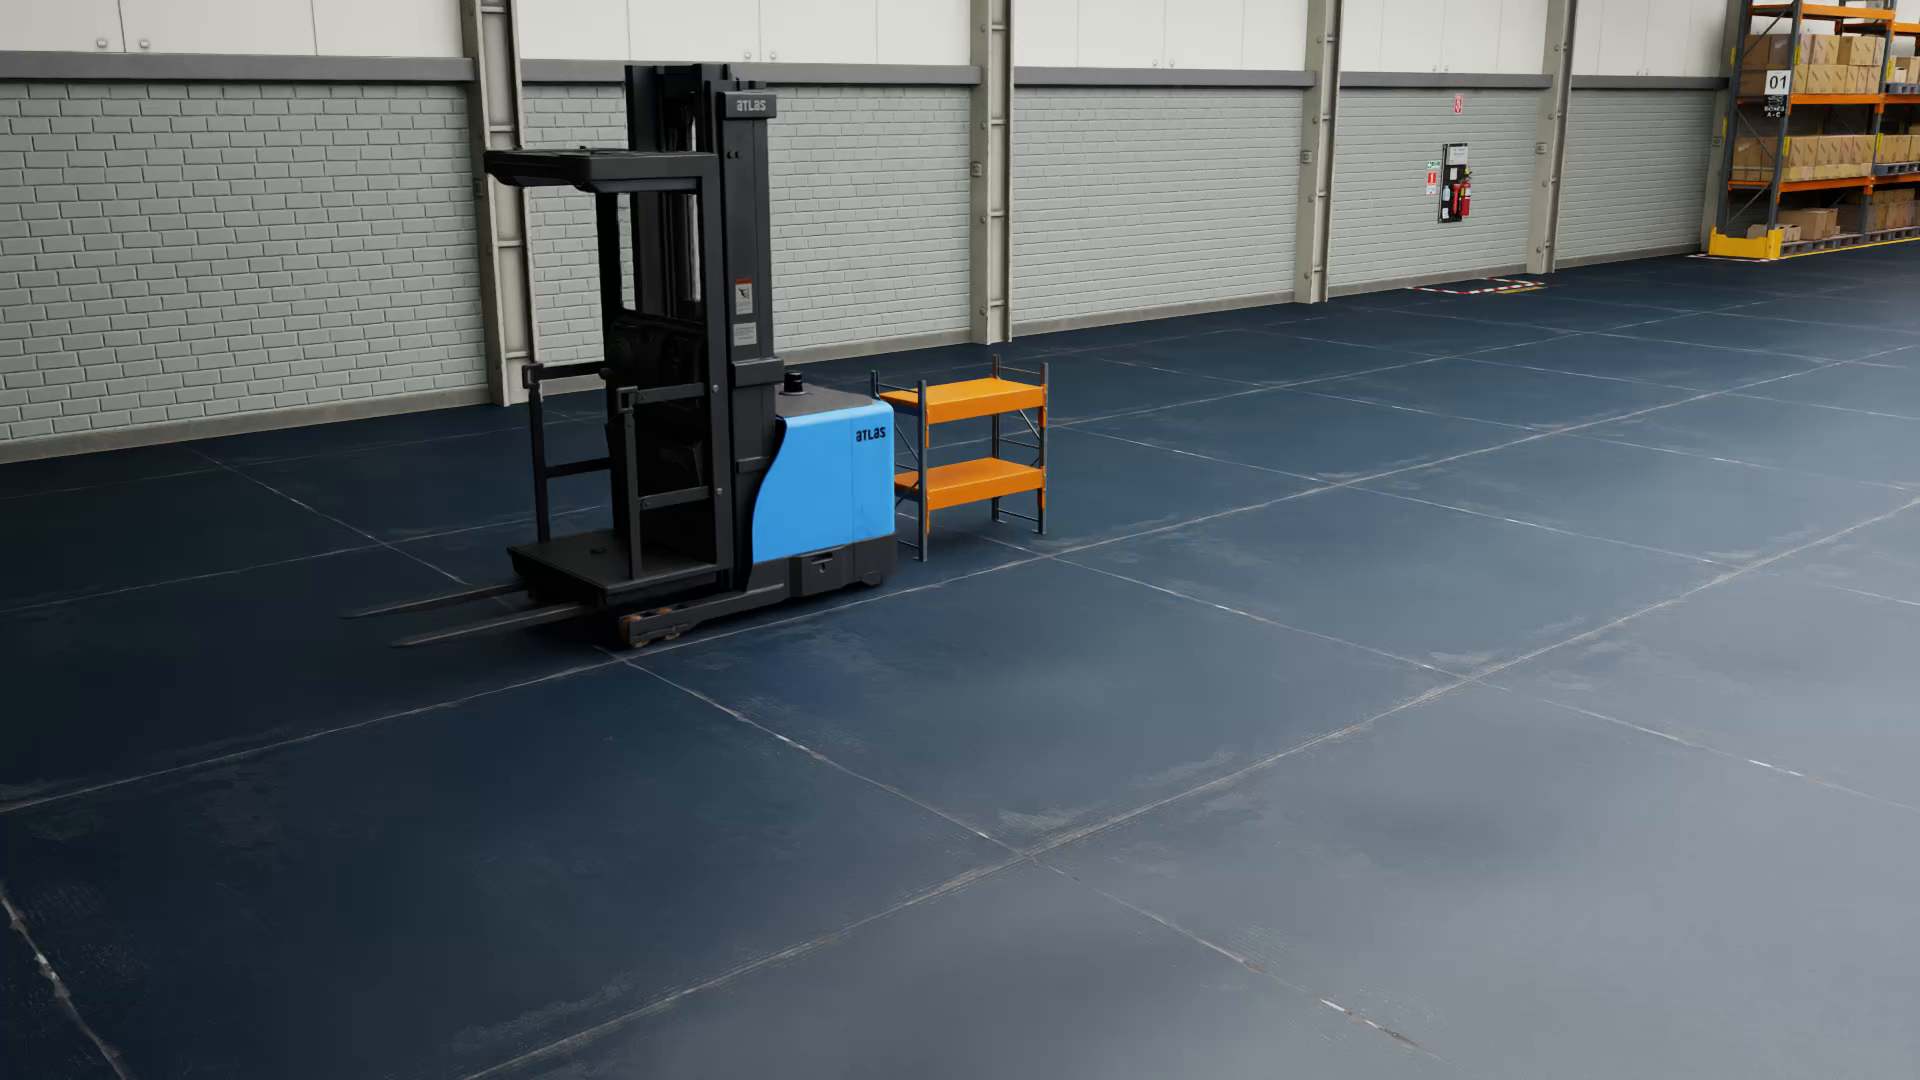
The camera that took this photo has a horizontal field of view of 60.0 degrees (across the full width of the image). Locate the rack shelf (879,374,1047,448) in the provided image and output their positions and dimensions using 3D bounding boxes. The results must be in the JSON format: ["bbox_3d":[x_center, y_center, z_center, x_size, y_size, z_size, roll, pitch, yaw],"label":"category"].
[{"bbox_3d":[0.005,-0.827,10.534,1.000,0.278,0.538,-13,19,-39],"label":"rack shelf"}]

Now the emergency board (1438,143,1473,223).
[{"bbox_3d":[7.522,-5.384,25.092,0.643,1.169,0.194,-13,19,-39],"label":"emergency board"}]

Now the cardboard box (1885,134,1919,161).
[{"bbox_3d":[18.740,-7.843,33.255,0.500,0.500,0.700,-13,19,-39],"label":"cardboard box"}]

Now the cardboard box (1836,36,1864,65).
[{"bbox_3d":[16.002,-8.869,30.158,0.500,0.500,0.500,-14,20,-41],"label":"cardboard box"}]

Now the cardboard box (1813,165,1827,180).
[{"bbox_3d":[15.325,-6.658,30.116,0.500,0.250,0.500,-13,20,-40],"label":"cardboard box"}]

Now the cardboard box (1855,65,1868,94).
[{"bbox_3d":[16.387,-8.492,30.685,0.500,0.500,0.500,14,20,42],"label":"cardboard box"}]

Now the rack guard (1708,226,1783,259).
[{"bbox_3d":[14.035,-5.330,29.734,0.348,0.500,1.175,-13,19,-39],"label":"rack guard"}]

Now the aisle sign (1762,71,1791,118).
[{"bbox_3d":[14.120,-7.710,28.763,0.004,0.787,0.394,-13,19,-39],"label":"aisle sign"}]

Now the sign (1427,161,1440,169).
[{"bbox_3d":[7.047,-5.582,24.740,0.331,0.109,0.001,-13,19,-39],"label":"sign"}]

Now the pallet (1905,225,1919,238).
[{"bbox_3d":[19.422,-6.400,34.302,1.213,0.211,1.003,-13,19,-39],"label":"pallet"}]

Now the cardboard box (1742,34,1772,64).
[{"bbox_3d":[14.131,-8.638,29.295,0.500,0.500,0.500,-12,19,-37],"label":"cardboard box"}]

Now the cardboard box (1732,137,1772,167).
[{"bbox_3d":[14.194,-6.945,29.737,0.500,0.500,0.500,-13,20,-40],"label":"cardboard box"}]

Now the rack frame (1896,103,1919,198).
[{"bbox_3d":[20.013,-7.880,34.436,0.127,3.000,1.000,-13,19,-39],"label":"rack frame"}]

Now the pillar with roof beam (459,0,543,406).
[{"bbox_3d":[-1.341,-4.806,11.304,0.400,9.000,9.100,-13,19,-39],"label":"pillar with roof beam"}]

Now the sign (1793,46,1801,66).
[{"bbox_3d":[14.334,-8.290,28.467,0.005,0.325,0.100,-13,19,-39],"label":"sign"}]

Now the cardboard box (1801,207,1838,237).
[{"bbox_3d":[16.239,-6.023,31.478,0.500,0.500,0.500,14,21,43],"label":"cardboard box"}]

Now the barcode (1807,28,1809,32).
[{"bbox_3d":[15.664,-9.417,30.699,0.075,0.075,0.001,-13,19,-39],"label":"barcode"}]

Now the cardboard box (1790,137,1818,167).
[{"bbox_3d":[14.915,-6.928,29.673,0.500,0.500,0.500,-13,19,-39],"label":"cardboard box"}]

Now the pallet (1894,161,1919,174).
[{"bbox_3d":[18.546,-7.444,33.176,1.213,0.211,1.003,-13,19,-39],"label":"pallet"}]

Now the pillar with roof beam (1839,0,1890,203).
[{"bbox_3d":[21.290,-9.888,30.331,0.400,9.000,9.100,-13,19,-39],"label":"pillar with roof beam"}]

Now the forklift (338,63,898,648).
[{"bbox_3d":[-1.806,-1.009,8.848,3.031,2.935,1.130,-13,20,-40],"label":"forklift"}]

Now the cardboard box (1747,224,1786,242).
[{"bbox_3d":[14.559,-5.537,30.026,0.500,0.311,0.500,13,20,41],"label":"cardboard box"}]

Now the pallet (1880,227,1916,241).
[{"bbox_3d":[18.502,-6.195,33.532,1.213,0.211,1.003,-13,19,-39],"label":"pallet"}]

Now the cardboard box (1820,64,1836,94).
[{"bbox_3d":[15.212,-8.212,29.637,0.500,0.500,0.500,-12,19,-37],"label":"cardboard box"}]

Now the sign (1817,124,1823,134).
[{"bbox_3d":[16.628,-7.869,32.152,0.005,0.325,0.100,-13,19,-39],"label":"sign"}]

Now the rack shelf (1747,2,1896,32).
[{"bbox_3d":[15.487,-9.412,29.950,4.000,0.370,1.077,-13,19,-39],"label":"rack shelf"}]

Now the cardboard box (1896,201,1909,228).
[{"bbox_3d":[18.683,-6.598,33.630,0.500,0.500,0.700,-13,20,-40],"label":"cardboard box"}]

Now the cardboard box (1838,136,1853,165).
[{"bbox_3d":[16.082,-7.192,30.662,0.500,0.500,0.500,-13,20,-41],"label":"cardboard box"}]

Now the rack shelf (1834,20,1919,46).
[{"bbox_3d":[18.504,-9.898,32.538,4.000,0.370,1.077,-13,19,-39],"label":"rack shelf"}]

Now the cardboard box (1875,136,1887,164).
[{"bbox_3d":[17.402,-7.542,32.128,0.500,0.500,0.700,-13,19,-39],"label":"cardboard box"}]

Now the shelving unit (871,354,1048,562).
[{"bbox_3d":[0.005,-0.545,10.609,1.048,1.125,0.538,-13,19,-39],"label":"shelving unit"}]

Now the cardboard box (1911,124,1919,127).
[{"bbox_3d":[20.185,-8.571,34.762,0.500,0.250,0.500,-12,19,-38],"label":"cardboard box"}]

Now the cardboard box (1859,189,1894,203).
[{"bbox_3d":[18.260,-6.861,33.162,0.500,0.250,0.500,-13,20,-41],"label":"cardboard box"}]

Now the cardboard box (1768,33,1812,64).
[{"bbox_3d":[14.428,-8.533,28.899,0.500,0.500,0.500,14,21,43],"label":"cardboard box"}]

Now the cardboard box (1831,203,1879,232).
[{"bbox_3d":[17.540,-6.335,32.644,0.500,0.500,0.700,-12,19,-38],"label":"cardboard box"}]

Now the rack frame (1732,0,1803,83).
[{"bbox_3d":[13.978,-9.423,28.589,0.127,3.000,1.000,-13,19,-39],"label":"rack frame"}]

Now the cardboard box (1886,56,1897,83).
[{"bbox_3d":[17.460,-8.979,31.734,0.500,0.500,0.500,-9,18,-32],"label":"cardboard box"}]

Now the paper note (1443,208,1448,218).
[{"bbox_3d":[7.344,-4.942,25.144,0.142,0.148,0.016,-13,19,-39],"label":"paper note"}]

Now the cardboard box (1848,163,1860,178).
[{"bbox_3d":[16.456,-6.917,31.085,0.500,0.250,0.500,-13,19,-39],"label":"cardboard box"}]
